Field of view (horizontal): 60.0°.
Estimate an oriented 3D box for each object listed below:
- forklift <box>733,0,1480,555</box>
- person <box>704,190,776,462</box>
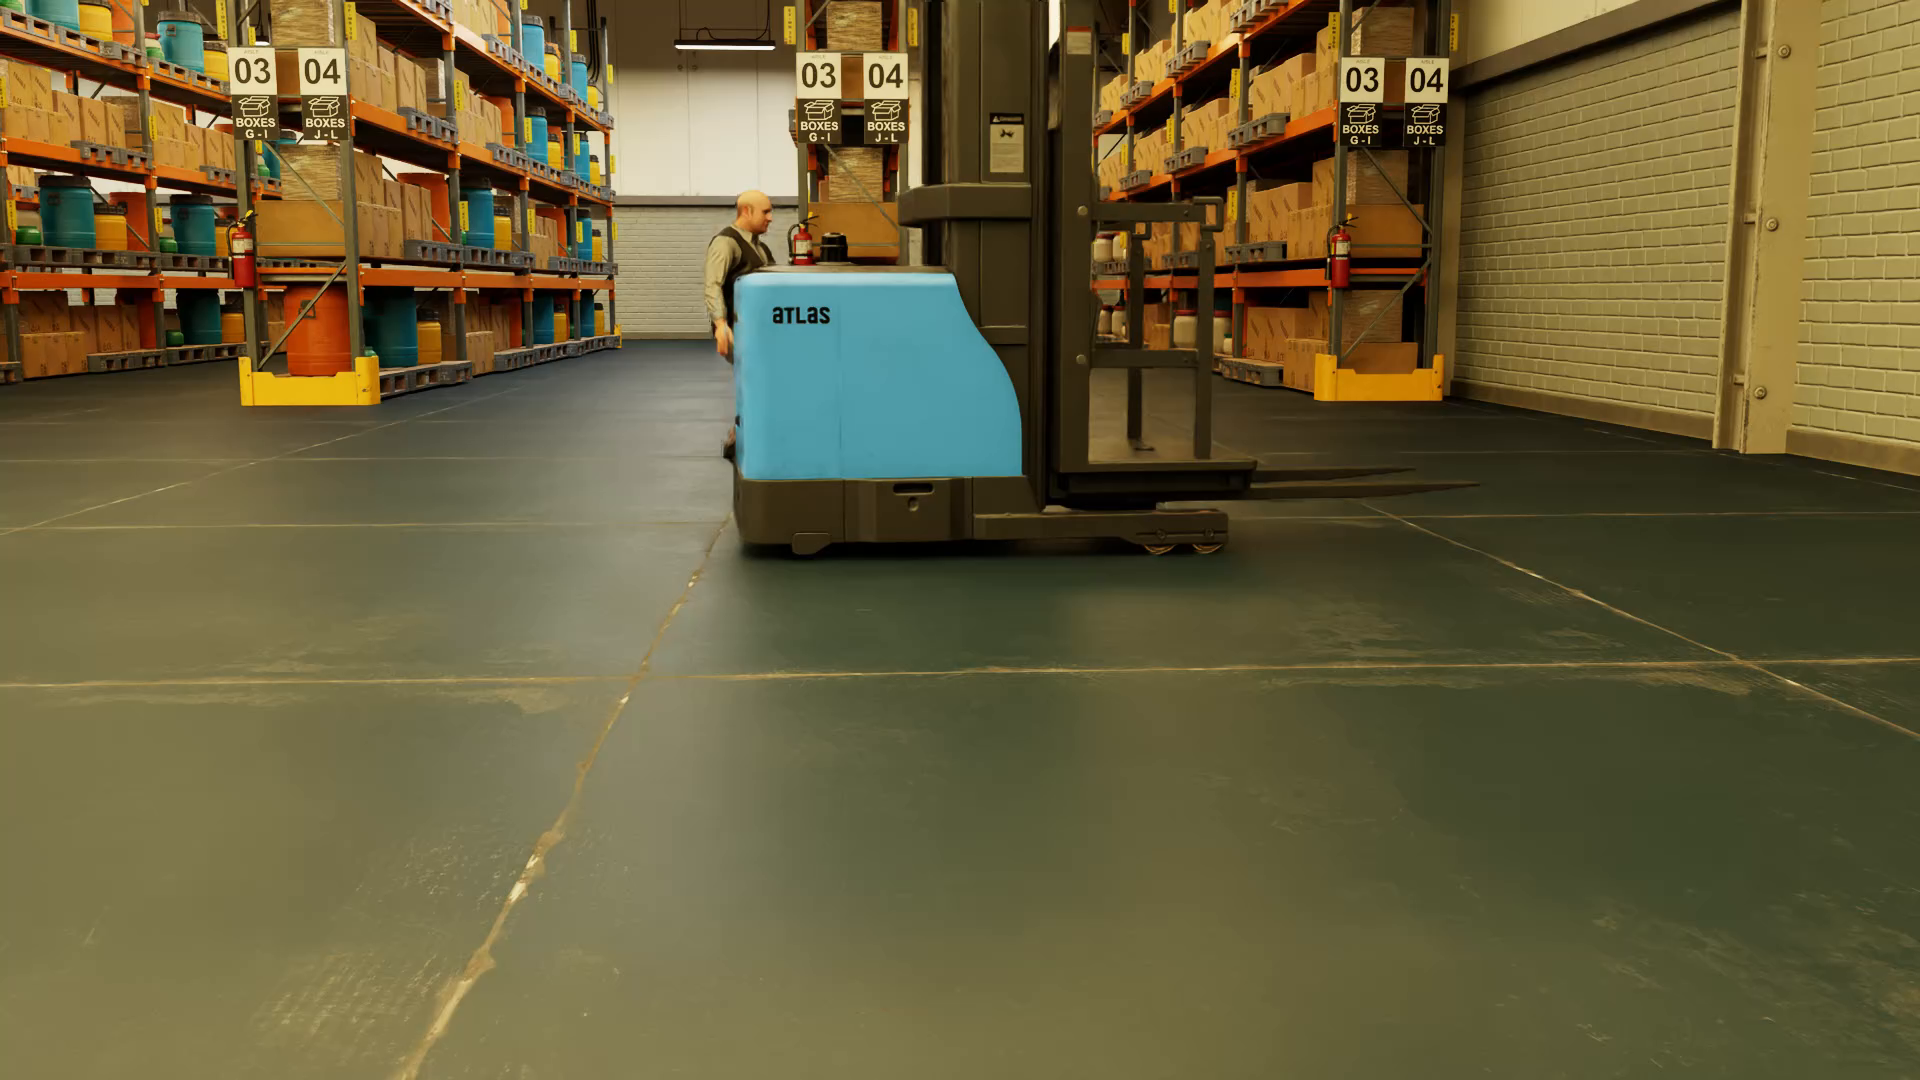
[{"bbox_3d":[0.599,-1.472,6.745,3.031,2.935,1.130,-1,9,-9],"label":"forklift"},{"bbox_3d":[-1.146,-1.187,9.492,0.663,1.599,0.936,4,9,23],"label":"person"}]
